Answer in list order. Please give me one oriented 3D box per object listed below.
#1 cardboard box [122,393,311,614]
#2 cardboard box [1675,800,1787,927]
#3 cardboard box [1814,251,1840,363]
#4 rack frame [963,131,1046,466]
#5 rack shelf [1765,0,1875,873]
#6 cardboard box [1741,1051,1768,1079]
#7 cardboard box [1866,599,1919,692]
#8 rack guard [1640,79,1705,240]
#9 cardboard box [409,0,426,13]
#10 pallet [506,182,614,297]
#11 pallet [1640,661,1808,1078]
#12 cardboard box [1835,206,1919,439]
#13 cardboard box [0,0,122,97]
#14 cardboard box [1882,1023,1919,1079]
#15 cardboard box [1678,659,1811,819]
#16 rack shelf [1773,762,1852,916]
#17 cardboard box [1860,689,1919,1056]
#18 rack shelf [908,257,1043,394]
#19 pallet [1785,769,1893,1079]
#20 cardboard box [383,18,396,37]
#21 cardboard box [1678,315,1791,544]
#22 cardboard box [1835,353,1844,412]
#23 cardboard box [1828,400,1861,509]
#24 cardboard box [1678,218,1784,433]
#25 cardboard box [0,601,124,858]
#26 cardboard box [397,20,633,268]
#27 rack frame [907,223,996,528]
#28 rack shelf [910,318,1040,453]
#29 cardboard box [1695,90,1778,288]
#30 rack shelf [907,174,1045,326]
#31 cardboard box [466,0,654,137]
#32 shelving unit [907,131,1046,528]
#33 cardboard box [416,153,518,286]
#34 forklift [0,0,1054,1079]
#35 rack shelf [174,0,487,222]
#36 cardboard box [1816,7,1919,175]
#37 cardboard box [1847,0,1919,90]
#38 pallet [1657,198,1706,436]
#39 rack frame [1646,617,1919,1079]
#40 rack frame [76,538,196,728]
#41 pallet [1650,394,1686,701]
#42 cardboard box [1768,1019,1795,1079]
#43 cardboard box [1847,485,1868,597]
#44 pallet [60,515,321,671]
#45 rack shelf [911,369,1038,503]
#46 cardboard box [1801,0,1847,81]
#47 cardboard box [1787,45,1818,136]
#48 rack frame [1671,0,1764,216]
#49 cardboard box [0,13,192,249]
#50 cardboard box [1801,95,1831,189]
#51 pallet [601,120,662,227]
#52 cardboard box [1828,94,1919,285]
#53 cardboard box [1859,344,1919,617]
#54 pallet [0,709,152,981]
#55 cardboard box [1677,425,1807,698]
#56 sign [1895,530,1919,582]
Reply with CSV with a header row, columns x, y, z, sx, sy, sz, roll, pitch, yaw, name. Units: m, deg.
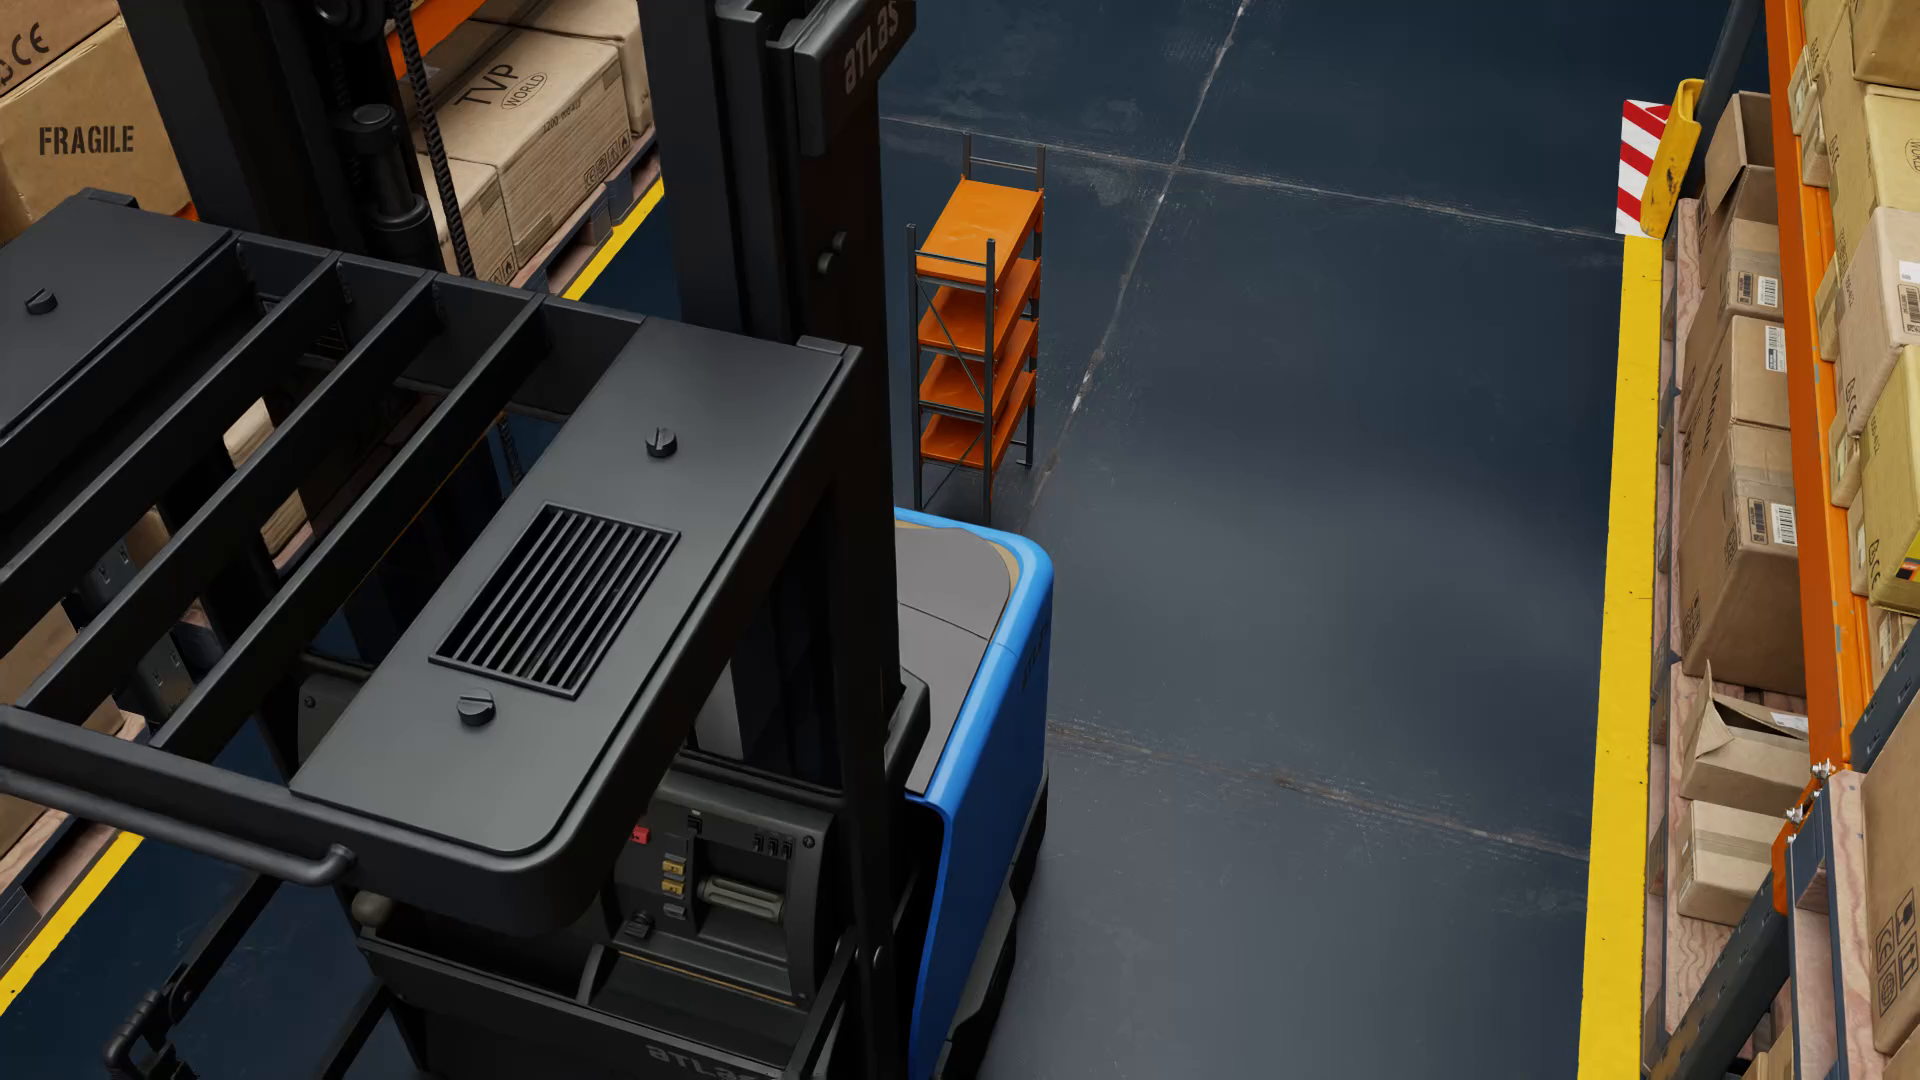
x,y,z,sx,sy,sz,roll,pitch,yaw,name
-2.378,-0.307,4.951,0.875,0.438,0.875,12,46,12,cardboard box
1.950,0.807,4.019,0.380,0.149,0.250,11,45,11,cardboard box
2.187,-0.507,3.803,0.380,0.149,0.250,12,46,12,cardboard box
0.124,-0.702,5.109,0.240,1.200,0.015,13,46,13,rack frame
2.667,-0.705,4.340,1.077,0.370,4.000,13,46,13,rack shelf
1.700,1.390,3.172,0.500,0.500,0.500,14,46,14,cardboard box
1.917,0.195,3.085,0.380,0.149,0.250,13,46,13,cardboard box
3.250,-1.351,6.273,1.175,0.500,0.348,13,46,13,rack guard
-1.810,-1.978,5.056,0.500,0.500,0.500,14,46,14,cardboard box
-1.998,-0.987,6.108,1.003,0.211,1.213,13,46,12,pallet
2.270,0.911,4.169,1.003,0.211,1.213,13,46,13,pallet
2.121,-0.409,3.418,0.500,0.250,0.500,13,46,13,cardboard box
-2.296,-1.337,3.685,0.500,0.500,0.500,13,46,13,cardboard box
1.545,0.806,1.910,0.700,0.500,0.500,13,46,13,cardboard box
2.058,0.527,4.221,0.396,0.266,0.258,14,46,14,cardboard box
1.456,1.962,1.615,1.077,0.370,4.000,13,46,13,rack shelf
1.702,0.461,2.263,0.700,0.500,0.500,14,46,14,cardboard box
0.050,-0.651,4.834,0.258,0.148,0.480,13,46,13,rack shelf
1.715,0.950,2.272,1.003,0.211,1.213,13,46,13,pallet
-1.966,-1.635,4.705,0.500,0.500,0.500,13,46,13,cardboard box
2.446,-0.271,4.869,0.500,0.500,0.500,13,46,13,cardboard box
2.136,-0.330,3.623,0.380,0.149,0.250,14,46,14,cardboard box
2.031,-0.161,3.450,0.380,0.149,0.250,14,46,14,cardboard box
2.701,-0.602,5.208,0.700,0.500,0.500,14,46,14,cardboard box
-2.782,0.362,3.954,0.875,0.875,0.875,14,46,14,cardboard box
-1.833,-1.505,6.175,0.875,0.438,0.875,14,46,14,cardboard box
-0.024,-0.377,4.777,0.240,1.200,0.015,13,46,13,rack frame
0.050,-0.491,4.990,0.258,0.148,0.480,13,46,13,rack shelf
2.997,-1.165,5.780,0.797,0.503,0.637,11,45,11,cardboard box
0.050,-0.820,4.668,0.258,0.148,0.480,13,46,13,rack shelf
-1.564,-2.117,6.800,0.875,0.438,0.875,11,45,11,cardboard box
0.050,-0.539,4.943,0.258,1.200,0.503,13,46,13,shelving unit
-2.108,-0.904,5.561,0.875,0.438,0.875,11,45,11,cardboard box
-0.721,0.596,2.546,1.130,2.935,3.031,13,46,13,forklift
-2.065,-1.753,5.411,1.077,0.370,4.000,13,46,13,rack shelf
2.441,-1.082,4.106,0.500,0.250,0.500,11,46,11,cardboard box
2.424,-1.370,3.864,0.500,0.500,0.500,14,46,14,cardboard box
3.009,-0.716,5.831,1.003,0.211,1.213,13,46,13,pallet
2.058,0.371,2.726,0.949,2.616,0.053,13,46,13,rack frame
-2.671,-0.677,3.798,1.000,3.000,0.127,13,46,13,rack frame
2.638,0.095,5.002,1.003,0.211,1.213,13,46,13,pallet
1.699,1.066,3.039,0.380,0.149,0.250,15,46,14,cardboard box
1.975,0.017,3.267,0.380,0.149,0.250,14,46,14,cardboard box
-2.366,-0.171,5.274,1.003,0.211,1.213,13,46,13,pallet
0.050,-0.349,5.129,0.258,0.148,0.480,13,46,13,rack shelf
2.576,-1.427,4.459,0.500,0.250,0.500,12,46,12,cardboard box
2.474,-1.196,4.507,0.380,0.149,0.250,11,46,11,cardboard box
3.273,-2.295,5.450,1.000,3.000,0.127,13,46,13,rack frame
-2.279,-0.970,4.026,0.500,0.500,0.500,14,46,14,cardboard box
2.414,-1.016,4.323,0.380,0.149,0.250,14,46,13,cardboard box
-1.627,-1.797,6.936,1.003,0.211,1.213,13,46,13,pallet
2.284,-0.739,3.755,0.500,0.250,0.500,12,46,12,cardboard box
1.983,-0.072,3.074,0.500,0.250,0.500,14,46,14,cardboard box
-2.832,0.850,4.231,1.003,0.211,1.213,13,46,13,pallet
2.387,0.090,4.501,0.700,0.500,0.500,11,45,11,cardboard box
1.542,-0.048,2.535,0.100,0.325,0.005,13,46,13,sign
